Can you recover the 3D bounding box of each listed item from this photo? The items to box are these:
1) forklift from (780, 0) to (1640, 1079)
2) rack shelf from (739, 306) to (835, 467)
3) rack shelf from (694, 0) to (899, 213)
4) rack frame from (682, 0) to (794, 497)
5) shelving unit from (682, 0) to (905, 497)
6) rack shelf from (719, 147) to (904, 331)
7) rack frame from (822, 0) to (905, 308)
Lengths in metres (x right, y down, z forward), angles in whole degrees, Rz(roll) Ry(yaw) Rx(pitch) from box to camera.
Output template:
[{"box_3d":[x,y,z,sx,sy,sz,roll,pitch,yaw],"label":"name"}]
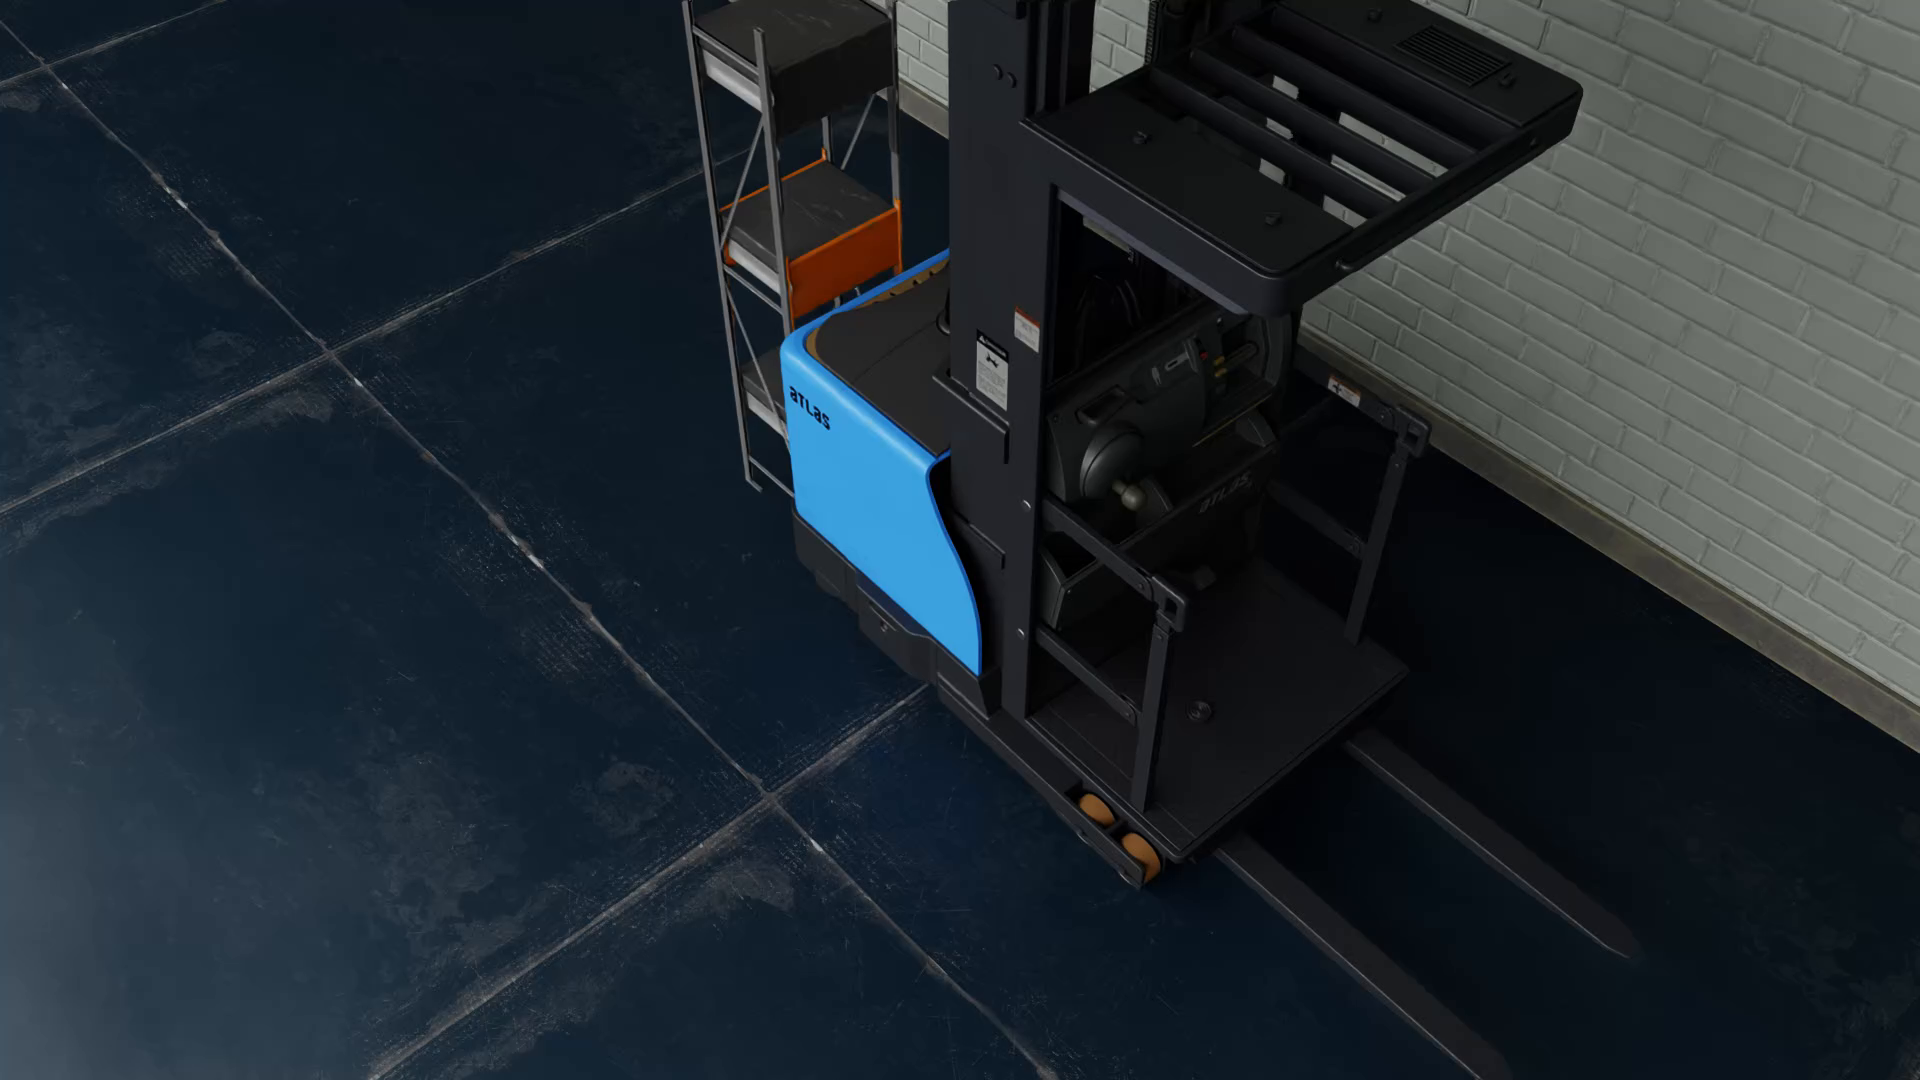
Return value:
[{"box_3d":[0.742,-0.334,4.564,1.130,2.935,3.031,-33,55,-26],"label":"forklift"},{"box_3d":[-0.512,-0.475,6.231,0.480,0.518,0.431,-33,56,-27],"label":"rack shelf"},{"box_3d":[-0.512,-1.425,5.202,0.480,0.518,0.431,-33,56,-27],"label":"rack shelf"},{"box_3d":[-0.694,-0.839,5.596,0.015,2.100,0.400,-33,56,-27],"label":"rack frame"},{"box_3d":[-0.512,-0.959,5.706,0.503,2.100,0.431,-33,56,-27],"label":"shelving unit"},{"box_3d":[-0.512,-0.950,5.716,0.480,0.518,0.431,-33,56,-27],"label":"rack shelf"},{"box_3d":[-0.331,-1.079,5.817,0.015,2.100,0.400,-33,56,-27],"label":"rack frame"}]
